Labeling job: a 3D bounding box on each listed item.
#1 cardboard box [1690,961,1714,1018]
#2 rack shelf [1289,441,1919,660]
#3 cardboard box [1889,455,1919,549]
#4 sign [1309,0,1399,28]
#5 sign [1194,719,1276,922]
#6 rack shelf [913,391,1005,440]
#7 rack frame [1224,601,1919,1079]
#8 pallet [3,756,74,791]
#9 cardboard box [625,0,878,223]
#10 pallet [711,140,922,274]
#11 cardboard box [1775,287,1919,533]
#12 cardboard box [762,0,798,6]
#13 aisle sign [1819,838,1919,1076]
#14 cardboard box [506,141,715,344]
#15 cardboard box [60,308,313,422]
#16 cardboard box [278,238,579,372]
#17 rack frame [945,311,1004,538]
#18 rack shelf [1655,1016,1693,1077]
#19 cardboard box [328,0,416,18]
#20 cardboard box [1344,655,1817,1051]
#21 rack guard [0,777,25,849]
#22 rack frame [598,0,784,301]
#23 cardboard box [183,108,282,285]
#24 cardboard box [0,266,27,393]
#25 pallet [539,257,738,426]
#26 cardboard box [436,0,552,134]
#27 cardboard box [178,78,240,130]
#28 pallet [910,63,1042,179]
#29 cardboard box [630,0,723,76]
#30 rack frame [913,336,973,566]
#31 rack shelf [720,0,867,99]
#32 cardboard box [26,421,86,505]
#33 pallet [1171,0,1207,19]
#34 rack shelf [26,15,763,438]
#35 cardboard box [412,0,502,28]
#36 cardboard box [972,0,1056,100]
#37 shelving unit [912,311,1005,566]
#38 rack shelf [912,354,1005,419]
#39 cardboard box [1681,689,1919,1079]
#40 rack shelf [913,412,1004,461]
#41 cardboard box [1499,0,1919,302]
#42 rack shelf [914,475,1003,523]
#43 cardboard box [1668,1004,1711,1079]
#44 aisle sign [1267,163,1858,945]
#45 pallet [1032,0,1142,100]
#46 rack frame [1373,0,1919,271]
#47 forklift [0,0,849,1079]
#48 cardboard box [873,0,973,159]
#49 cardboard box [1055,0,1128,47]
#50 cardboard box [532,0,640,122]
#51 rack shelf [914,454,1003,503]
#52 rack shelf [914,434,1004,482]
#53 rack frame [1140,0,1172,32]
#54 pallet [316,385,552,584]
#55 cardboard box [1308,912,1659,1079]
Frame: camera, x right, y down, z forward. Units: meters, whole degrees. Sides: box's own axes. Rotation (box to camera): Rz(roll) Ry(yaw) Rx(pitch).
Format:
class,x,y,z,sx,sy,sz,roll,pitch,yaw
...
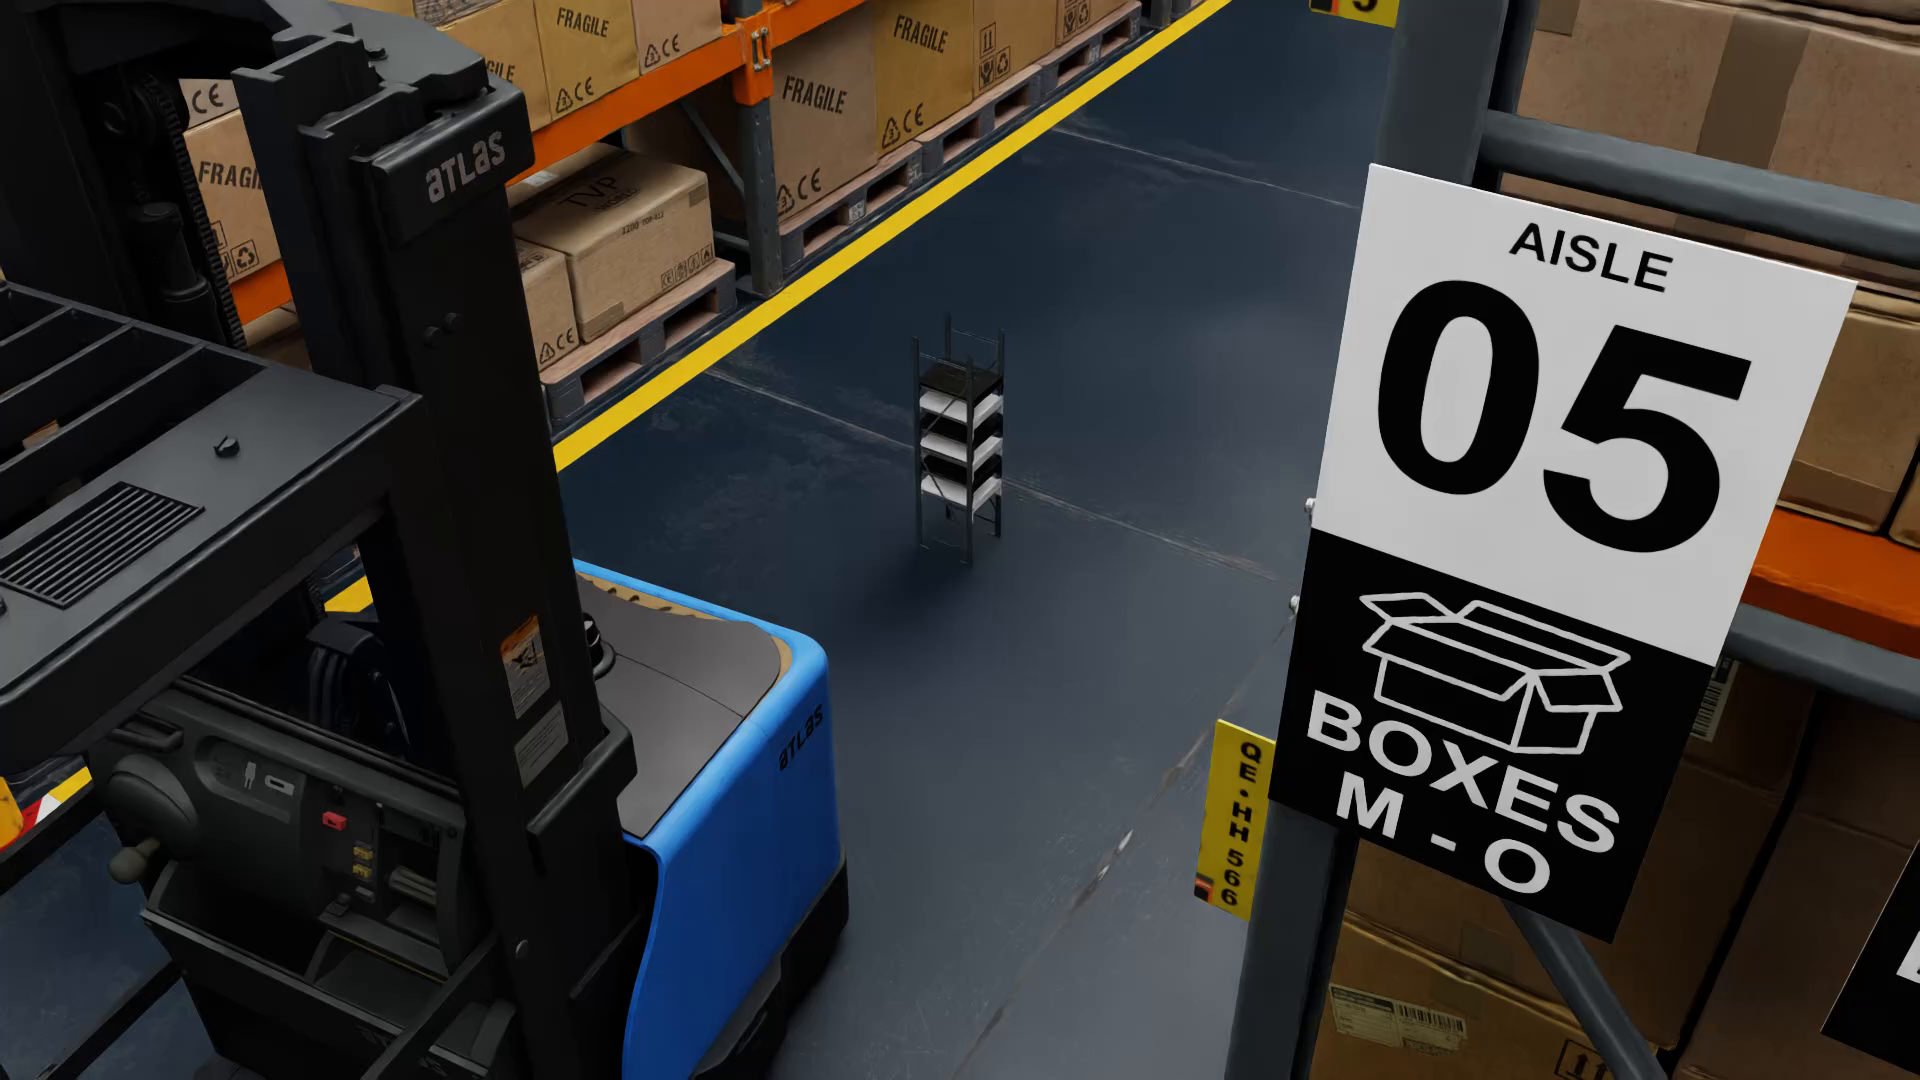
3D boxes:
class,x,y,z,sx,sy,sz,roll,pitch,yaw
cardboard box,1.554,0.557,2.745,0.500,0.500,0.500,21,42,25
rack shelf,1.886,-0.794,2.955,1.077,0.370,4.000,21,42,25
cardboard box,1.271,-0.136,1.636,0.500,0.250,0.500,23,43,27
sign,0.357,-0.590,1.377,0.100,0.325,0.005,21,42,25
sign,0.357,0.365,2.113,0.100,0.325,0.005,21,42,25
rack shelf,-0.004,-0.468,5.880,0.258,0.077,0.200,21,42,25
rack frame,0.815,1.140,2.314,1.000,3.000,0.127,21,42,25
pallet,-3.057,0.240,5.766,1.003,0.211,1.213,21,42,25
cardboard box,-1.011,-2.160,7.991,0.875,0.875,0.875,23,43,26
pallet,-0.926,-1.807,8.421,1.003,0.211,1.213,21,42,25
cardboard box,0.835,-0.309,1.861,0.500,0.250,0.500,20,42,24
cardboard box,-0.817,-2.570,7.250,0.500,0.250,0.500,20,42,24
aisle sign,1.029,0.246,1.344,0.394,0.787,0.004,21,42,25
cardboard box,-1.703,-1.352,7.302,0.875,0.438,0.875,21,42,24
cardboard box,-2.667,-0.426,6.100,0.875,0.438,0.875,22,43,26
cardboard box,-2.182,-0.890,6.703,0.875,0.438,0.875,20,42,24
rack frame,0.050,-0.405,6.038,0.240,0.900,0.006,21,42,25
rack shelf,1.886,0.394,3.871,1.077,0.370,4.000,21,42,25
cardboard box,-2.115,-1.811,5.241,0.500,0.500,0.500,21,42,25
cardboard box,0.850,0.269,2.299,0.500,0.500,0.500,20,42,24
rack guard,-3.432,0.575,5.094,1.175,0.500,0.348,21,42,25
rack frame,-1.276,-2.489,7.022,1.000,3.000,0.127,21,42,25
cardboard box,-2.384,-1.146,5.198,0.500,0.500,0.500,21,42,25
cardboard box,-2.919,-0.620,4.516,0.500,0.500,0.500,21,42,25
pallet,-1.750,-1.018,7.398,1.003,0.211,1.213,21,42,25
cardboard box,-1.837,-1.675,5.884,0.500,0.500,0.500,21,42,24
cardboard box,-2.381,-1.553,4.907,0.500,0.500,0.500,21,42,25
pallet,-0.273,-2.439,9.240,1.003,0.211,1.213,21,42,25
cardboard box,-1.309,-2.206,6.573,0.500,0.500,0.500,22,43,26
rack frame,-0.059,-0.300,5.902,0.240,0.900,0.006,21,42,25
rack shelf,-0.205,-3.235,8.579,1.077,0.370,4.000,21,42,25
cardboard box,-3.150,0.049,5.485,0.875,0.438,0.875,20,42,24
pallet,1.287,-3.849,11.070,1.003,0.211,1.213,21,42,25
rack shelf,-2.348,-1.173,5.904,1.077,0.370,4.000,21,42,25
cardboard box,-1.839,-2.067,5.573,0.500,0.500,0.500,22,43,26
cardboard box,-0.055,-3.089,9.196,0.875,0.875,0.875,22,43,26
shelving unit,-0.004,-0.352,5.970,0.258,0.900,0.210,21,42,25
rack shelf,-0.004,-0.540,5.825,0.258,0.077,0.200,21,42,25
cardboard box,1.279,0.442,2.075,0.500,0.500,0.500,21,42,25
rack shelf,-0.004,-0.397,5.935,0.258,0.077,0.200,21,42,25
cardboard box,0.847,-0.507,1.708,0.500,0.250,0.500,20,42,24
rack shelf,-0.004,-0.183,6.100,0.258,0.077,0.200,21,42,25
cardboard box,1.289,0.842,2.376,0.500,0.500,0.500,23,43,27
aisle sign,0.522,0.050,1.599,0.394,0.787,0.004,21,42,25
pallet,0.381,-3.065,10.053,1.003,0.211,1.213,21,42,25
rack frame,0.815,-1.236,0.483,1.000,3.000,0.127,21,42,25
forklift,-1.411,0.624,3.040,1.130,2.935,3.031,16,41,20
cardboard box,-0.534,-2.628,8.598,0.875,0.875,0.875,22,43,26
cardboard box,0.427,-3.547,9.791,0.875,0.875,0.875,21,42,25
cardboard box,-1.580,-1.939,6.226,0.500,0.500,0.500,20,42,24
rack shelf,-0.004,-0.255,6.045,0.258,0.077,0.200,21,42,25
rack shelf,-0.004,-0.326,5.990,0.258,0.077,0.200,21,42,25
rack frame,0.867,-4.551,9.697,1.000,3.000,0.127,21,42,25
pallet,-2.402,-0.387,6.579,1.003,0.211,1.213,21,42,25
cardboard box,0.838,0.667,2.603,0.500,0.500,0.500,22,43,26
